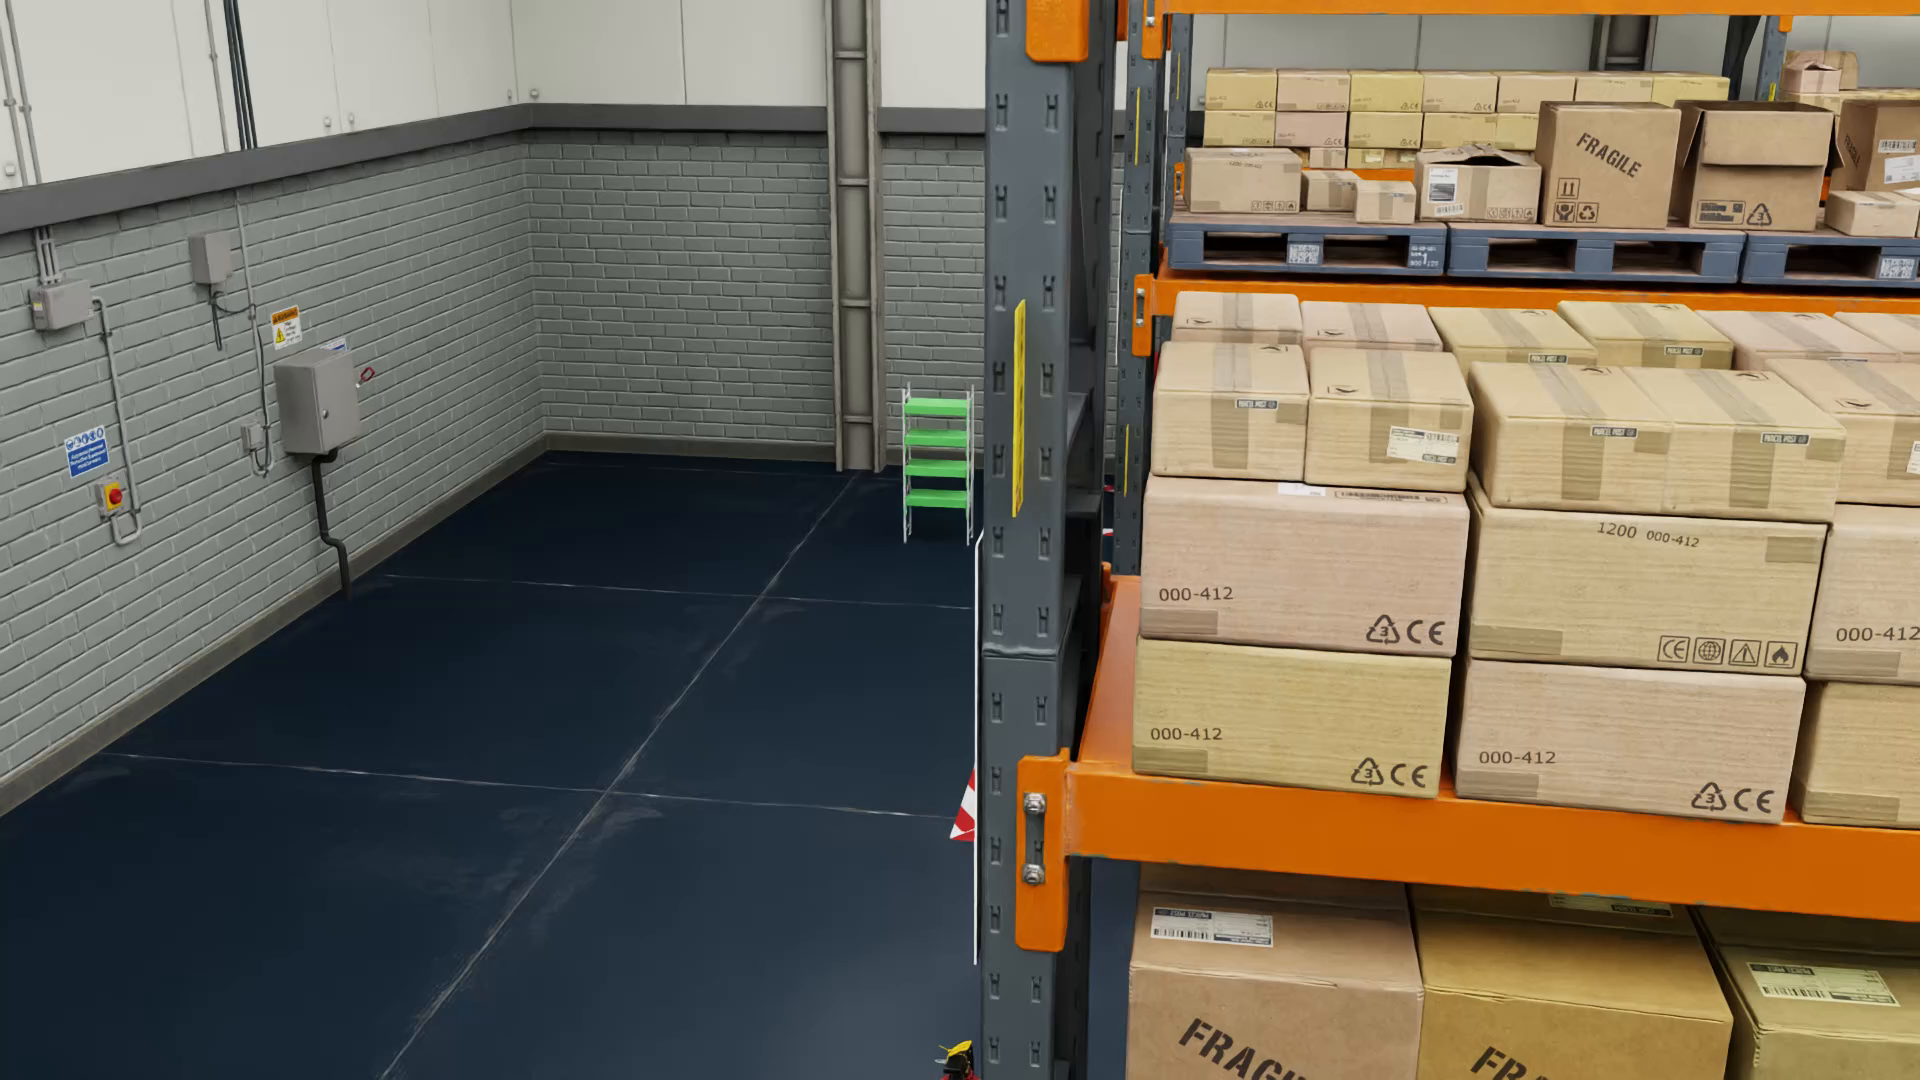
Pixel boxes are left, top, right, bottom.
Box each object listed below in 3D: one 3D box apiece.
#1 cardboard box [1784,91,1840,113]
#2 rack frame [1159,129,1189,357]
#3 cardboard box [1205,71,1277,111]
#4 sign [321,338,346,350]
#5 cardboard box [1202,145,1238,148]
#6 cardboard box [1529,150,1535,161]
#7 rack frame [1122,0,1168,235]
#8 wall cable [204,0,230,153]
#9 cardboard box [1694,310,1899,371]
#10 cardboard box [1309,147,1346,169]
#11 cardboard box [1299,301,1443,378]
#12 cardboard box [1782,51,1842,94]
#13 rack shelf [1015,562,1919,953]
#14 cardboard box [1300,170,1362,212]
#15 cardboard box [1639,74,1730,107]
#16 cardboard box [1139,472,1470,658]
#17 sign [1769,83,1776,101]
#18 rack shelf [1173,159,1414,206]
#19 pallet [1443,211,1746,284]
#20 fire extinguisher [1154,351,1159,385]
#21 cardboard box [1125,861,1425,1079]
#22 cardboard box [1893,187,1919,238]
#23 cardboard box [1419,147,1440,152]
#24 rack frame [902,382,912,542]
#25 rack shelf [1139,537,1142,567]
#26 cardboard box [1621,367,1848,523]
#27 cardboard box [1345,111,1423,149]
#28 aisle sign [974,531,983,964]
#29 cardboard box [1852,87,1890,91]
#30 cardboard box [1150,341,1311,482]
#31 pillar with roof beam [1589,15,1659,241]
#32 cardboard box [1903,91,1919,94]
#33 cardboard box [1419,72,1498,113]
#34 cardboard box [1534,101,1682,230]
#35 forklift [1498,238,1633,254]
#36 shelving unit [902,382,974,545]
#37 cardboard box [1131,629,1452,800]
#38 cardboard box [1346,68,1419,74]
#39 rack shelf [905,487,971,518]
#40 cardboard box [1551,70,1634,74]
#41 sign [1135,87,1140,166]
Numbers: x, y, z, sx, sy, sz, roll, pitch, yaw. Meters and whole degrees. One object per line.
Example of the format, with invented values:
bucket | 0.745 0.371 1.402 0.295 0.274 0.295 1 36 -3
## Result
cardboard box | 5.822 -2.985 11.378 0.250 0.149 0.380 3 19 10
rack frame | 1.647 -1.648 13.001 0.127 3.000 1.000 3 19 9
cardboard box | 2.045 -3.276 12.120 0.500 0.250 0.500 3 19 8
sign | -4.357 -1.140 11.632 0.001 0.494 0.329 3 19 9
cardboard box | 1.925 -2.862 12.299 0.250 0.149 0.380 3 19 10
cardboard box | 4.188 -2.741 11.938 0.250 0.149 0.380 4 19 11
rack frame | 0.863 -2.938 7.401 0.127 3.000 1.000 3 19 9
wall cable | -4.676 -3.371 8.696 0.029 3.000 2.355 3 19 9
cardboard box | 1.553 -0.323 3.133 0.250 0.149 0.380 2 19 7
cardboard box | 2.668 -2.794 12.096 0.250 0.149 0.380 3 19 10
cardboard box | 0.784 -0.353 3.224 0.250 0.149 0.380 3 19 9
cardboard box | 5.838 -3.209 11.395 0.258 0.266 0.396 3 19 8
rack shelf | 2.153 0.483 3.040 4.000 0.370 1.077 3 19 9
cardboard box | 1.749 -1.652 7.862 0.250 0.149 0.380 1 19 4
cardboard box | 5.060 -3.126 11.671 0.500 0.250 0.500 3 19 9
cardboard box | 0.580 -0.021 2.860 0.500 0.250 0.500 3 19 10
sign | 5.518 -2.944 11.332 0.005 0.325 0.100 3 19 9
rack shelf | 3.622 -2.628 12.338 4.000 0.370 1.077 3 19 9
pallet | 2.806 -1.378 7.608 1.213 0.211 1.003 3 19 9
fire extinguisher | 1.428 -1.297 12.661 0.183 0.674 0.296 3 19 9
cardboard box | 0.579 0.906 3.165 0.500 0.500 0.500 3 19 8
cardboard box | 4.131 -1.428 7.010 0.258 0.266 0.396 4 19 10
cardboard box | 3.423 -2.755 11.977 0.250 0.149 0.380 3 19 9
rack frame | -0.404 -0.590 12.674 0.015 1.200 0.240 3 19 9
rack shelf | 2.838 0.349 8.166 4.000 0.370 1.077 3 19 9
cardboard box | 1.207 -0.159 2.644 0.250 0.149 0.380 3 19 9
cardboard box | 3.050 -2.983 12.033 0.500 0.250 0.500 2 19 7
aisle sign | 0.058 0.321 3.020 0.004 0.787 0.394 3 19 9
cardboard box | 6.417 -3.143 11.850 0.250 0.149 0.380 3 19 8
cardboard box | 0.462 -0.227 2.846 0.250 0.149 0.380 3 19 8
pillar with roof beam | 4.369 -3.260 8.365 0.400 9.000 9.100 3 19 9
cardboard box | 6.598 -2.963 11.312 0.250 0.149 0.380 3 19 8
cardboard box | 3.548 -3.201 11.896 0.500 0.250 0.500 3 19 10
cardboard box | 2.830 -1.661 7.334 0.500 0.500 0.500 3 19 10
forklift | 3.982 -0.658 10.151 3.031 2.935 1.130 10 21 28
shelving unit | -0.163 -0.577 12.638 0.503 1.200 0.258 3 19 9
cardboard box | 0.581 0.215 2.943 0.500 0.250 0.500 4 19 11
cardboard box | 3.154 -3.393 12.470 0.500 0.250 0.500 3 19 9
rack shelf | -0.163 -0.289 12.734 0.480 0.148 0.258 3 19 9
cardboard box | 4.639 -3.311 12.224 0.500 0.250 0.500 2 19 7
sign | 0.769 -1.794 7.207 0.005 0.325 0.100 3 19 9
